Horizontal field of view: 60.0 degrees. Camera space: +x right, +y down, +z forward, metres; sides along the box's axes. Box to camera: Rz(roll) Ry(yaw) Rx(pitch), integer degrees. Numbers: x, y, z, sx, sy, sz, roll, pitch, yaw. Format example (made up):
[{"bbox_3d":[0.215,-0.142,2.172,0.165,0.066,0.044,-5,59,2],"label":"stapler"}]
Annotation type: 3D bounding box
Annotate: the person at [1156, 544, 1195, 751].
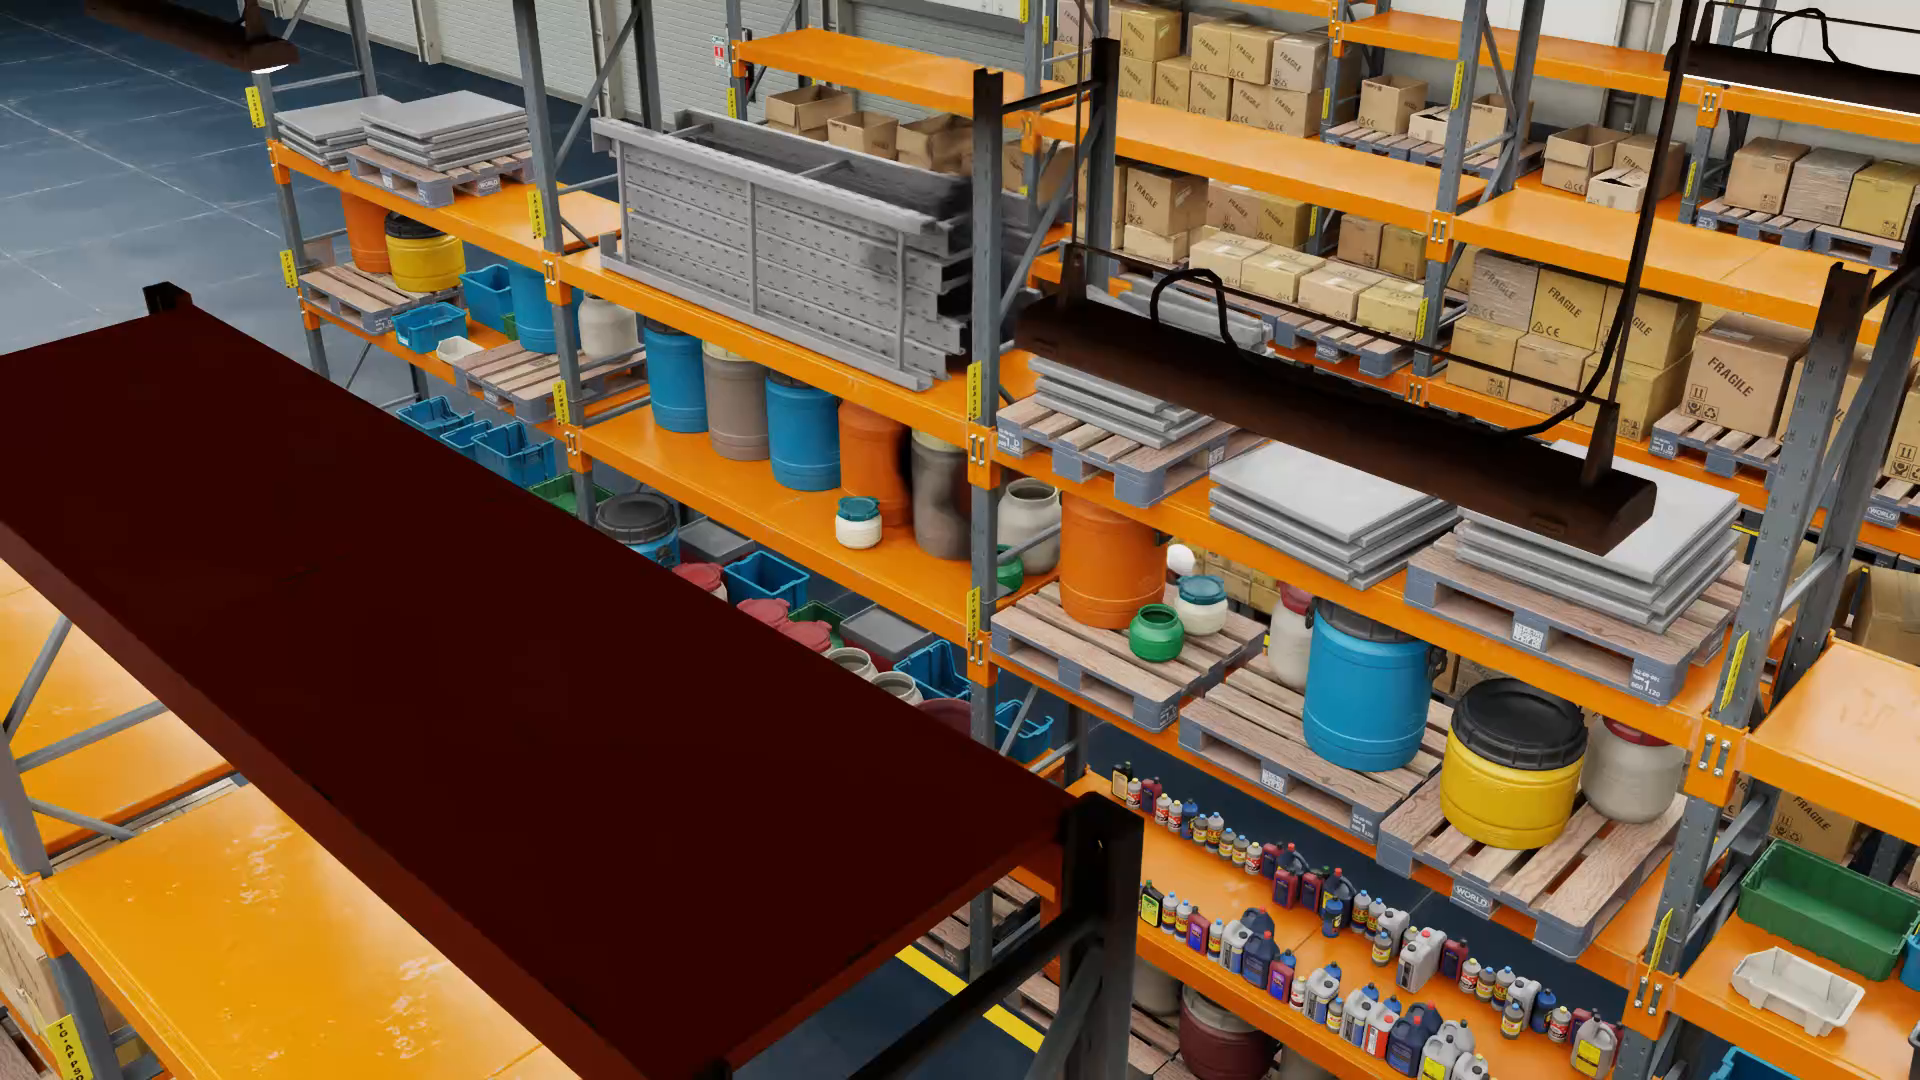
[{"bbox_3d":[1.500,0.799,12.493,0.569,1.783,0.668,18,34,29],"label":"person"}]
